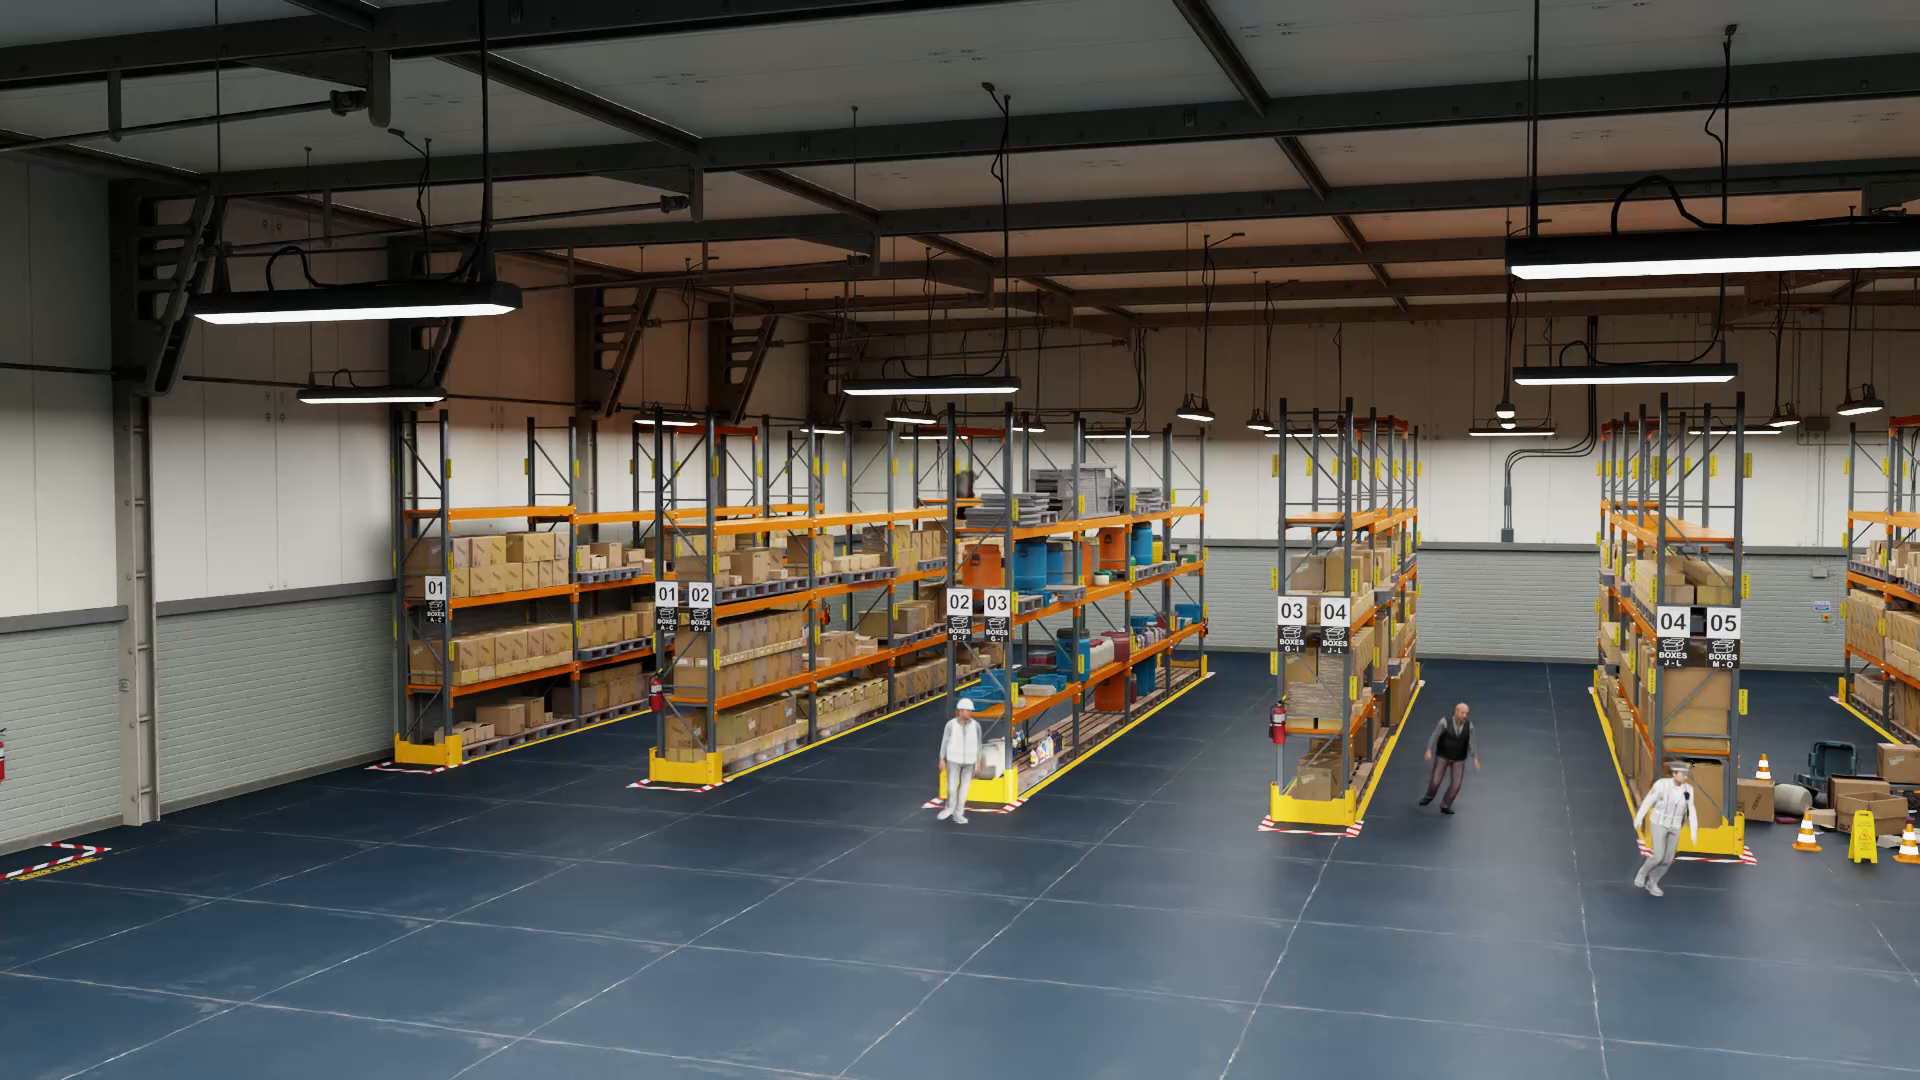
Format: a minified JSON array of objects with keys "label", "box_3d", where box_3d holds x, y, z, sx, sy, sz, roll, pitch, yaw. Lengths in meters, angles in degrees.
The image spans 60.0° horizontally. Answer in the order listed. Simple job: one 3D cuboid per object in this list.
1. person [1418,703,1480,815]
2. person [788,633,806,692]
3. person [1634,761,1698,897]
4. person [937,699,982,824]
[{"label":"person","box_3d":[7.061,3.141,24.006,0.792,1.642,0.627,0,2,2]},{"label":"person","box_3d":[-3.700,2.593,36.318,0.706,1.730,1.035,0,2,4]},{"label":"person","box_3d":[8.256,3.366,19.432,0.614,1.621,0.559,0,2,-8]},{"label":"person","box_3d":[0.001,3.106,23.363,0.632,1.768,0.444,-1,3,-15]}]
